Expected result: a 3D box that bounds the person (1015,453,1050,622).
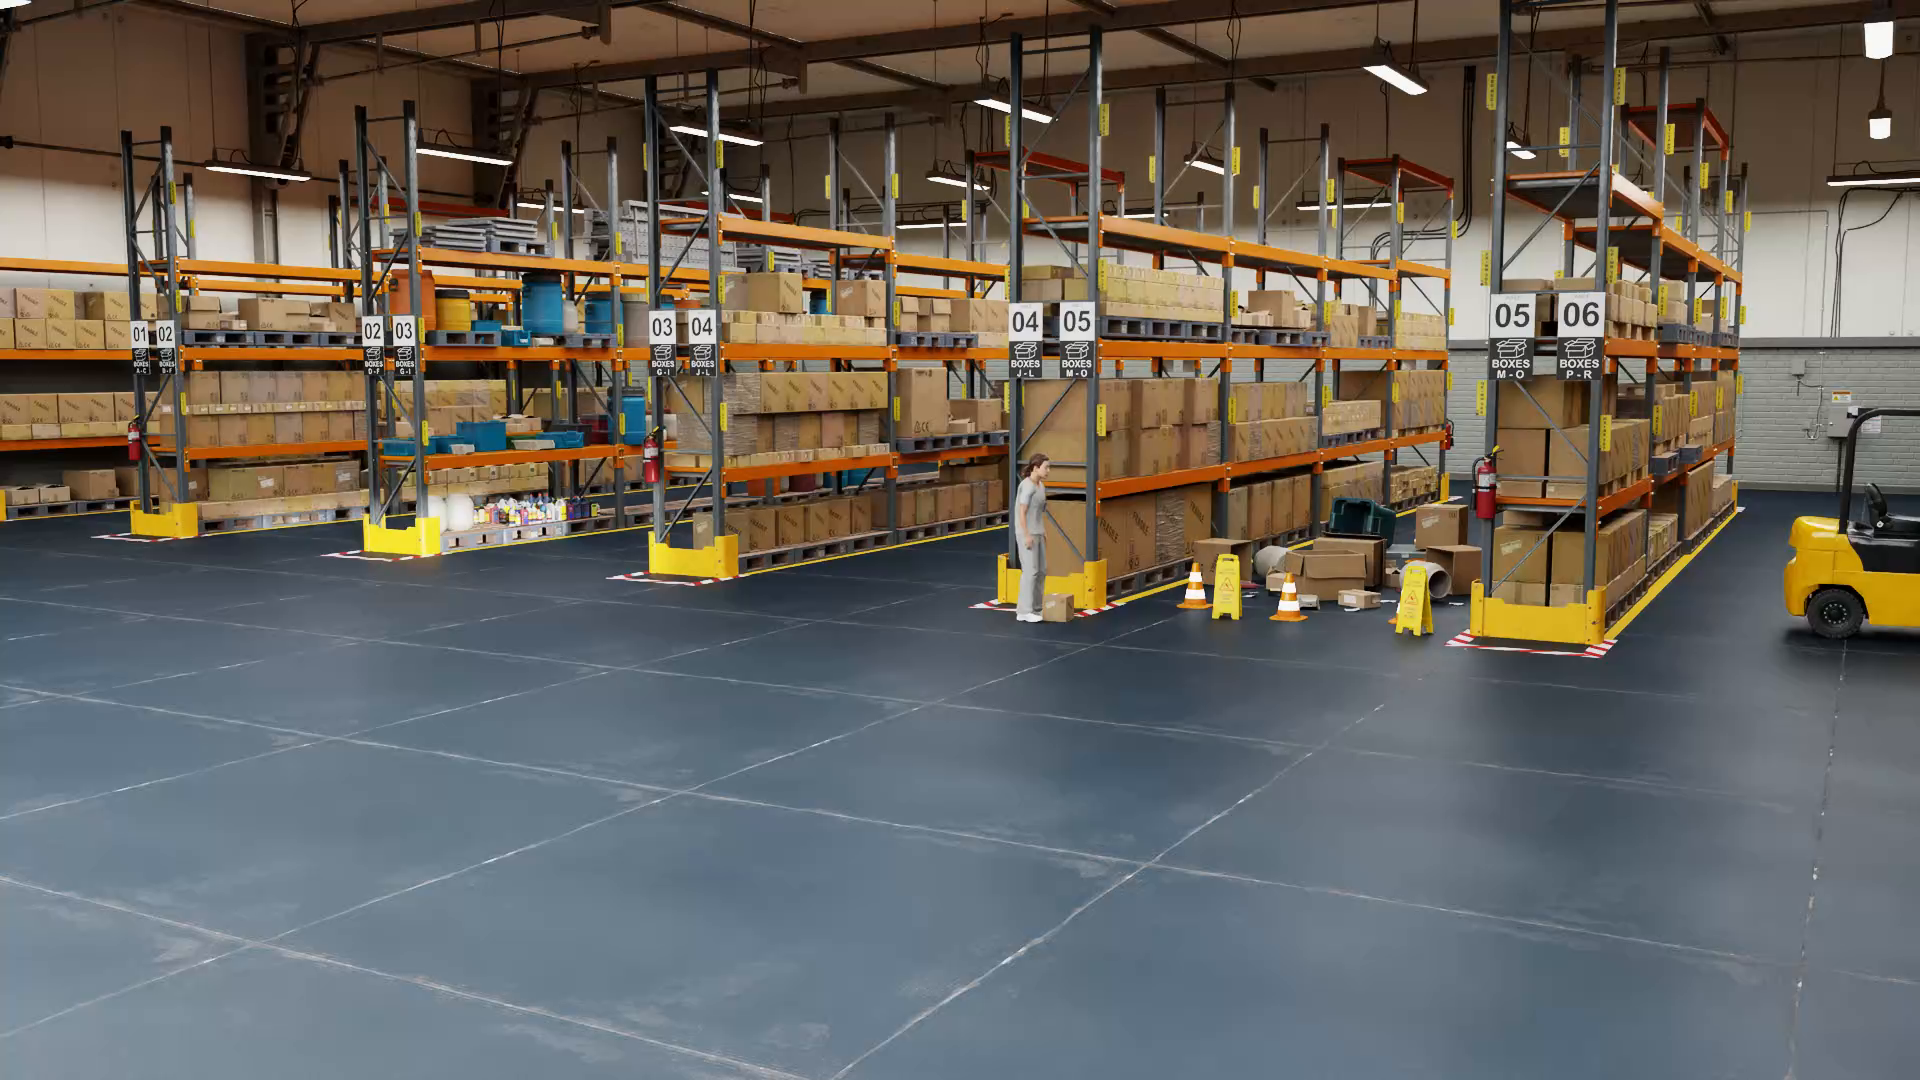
[{"bbox_3d":[0.740,-0.038,16.687,0.361,1.673,0.487,3,7,24],"label":"person"}]
